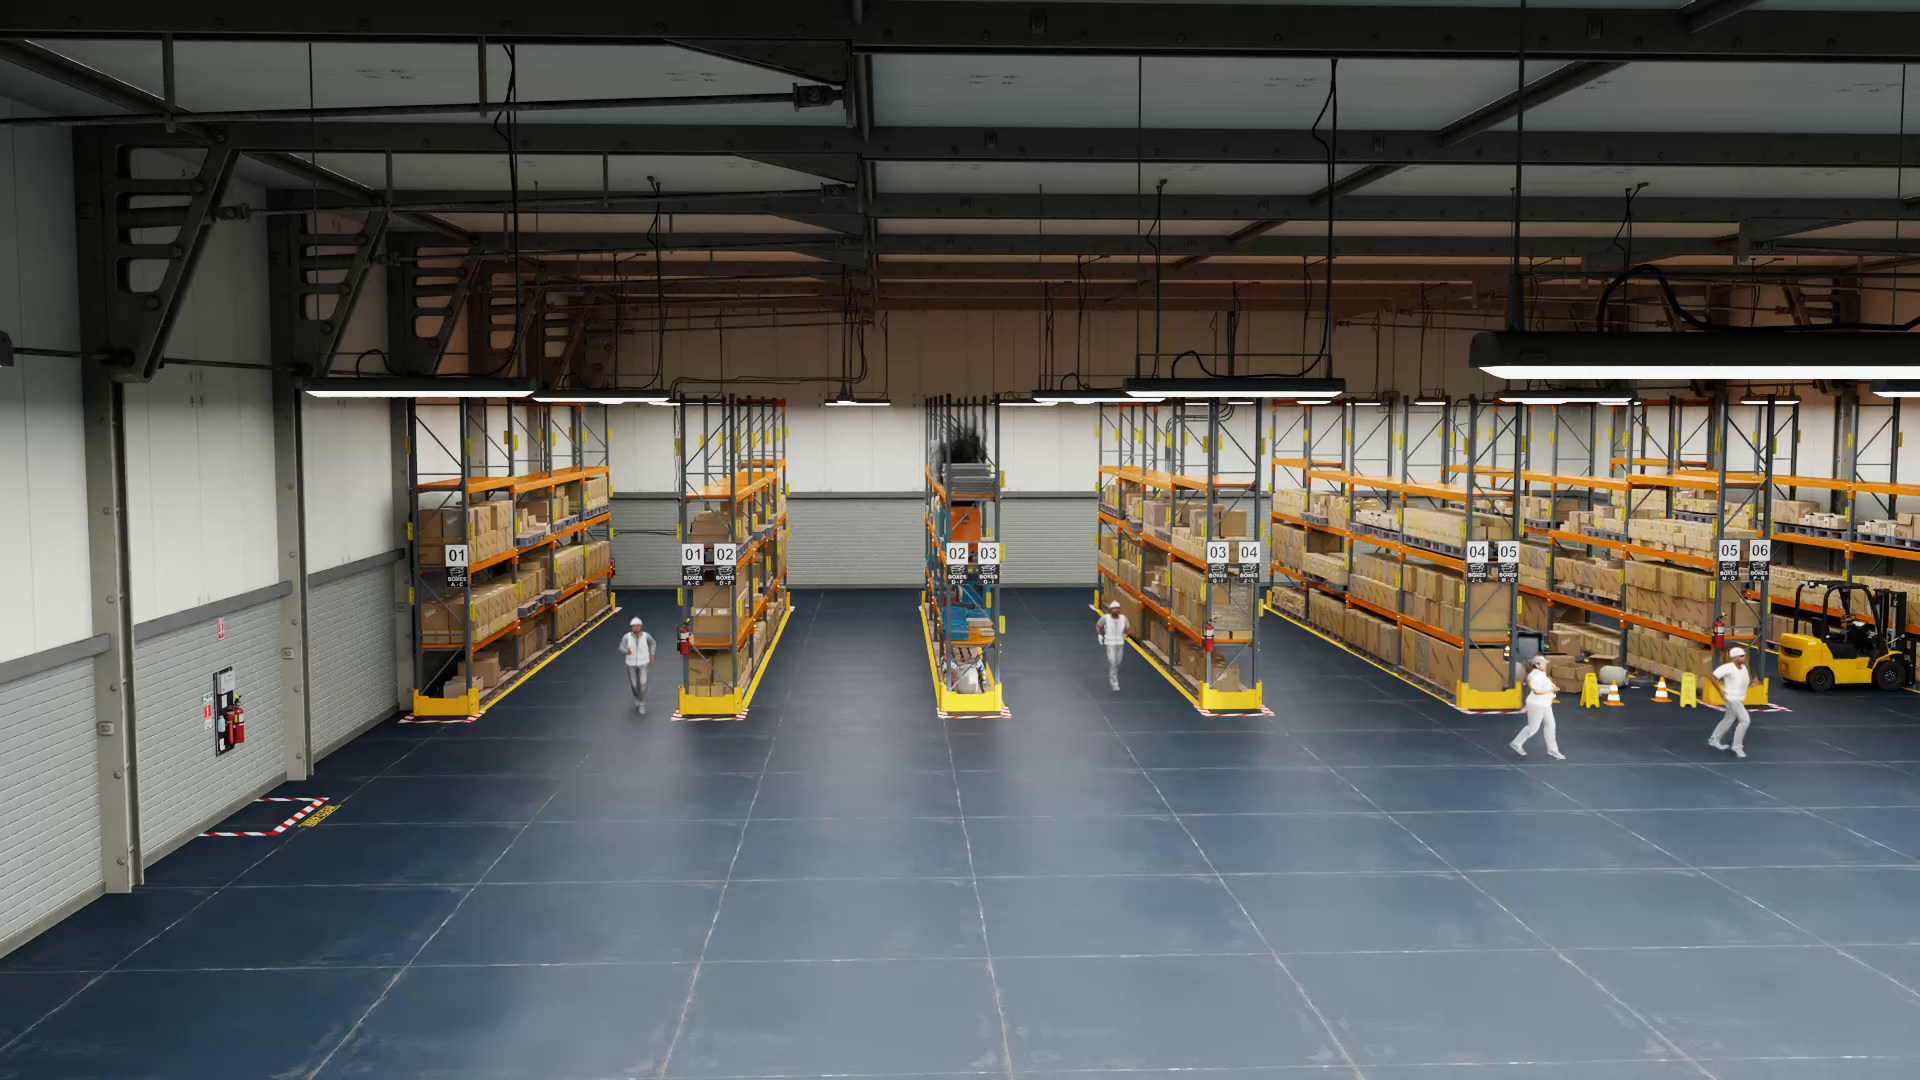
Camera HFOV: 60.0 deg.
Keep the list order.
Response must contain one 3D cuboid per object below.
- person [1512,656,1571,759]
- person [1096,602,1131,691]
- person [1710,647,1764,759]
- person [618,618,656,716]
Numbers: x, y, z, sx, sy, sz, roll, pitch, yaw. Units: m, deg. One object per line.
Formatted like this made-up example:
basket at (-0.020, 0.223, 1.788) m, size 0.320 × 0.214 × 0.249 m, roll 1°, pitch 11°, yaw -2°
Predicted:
person at (9.497, 2.718, 27.113) m, size 0.913 × 1.663 × 0.602 m, roll 3°, pitch 5°, yaw 32°
person at (3.149, 2.147, 33.896) m, size 0.705 × 1.773 × 0.879 m, roll -1°, pitch 5°, yaw -13°
person at (12.860, 2.678, 27.528) m, size 0.657 × 1.833 × 0.783 m, roll -4°, pitch 6°, yaw -44°
person at (-6.101, 2.365, 31.442) m, size 0.690 × 1.792 × 0.923 m, roll -1°, pitch 5°, yaw -8°
